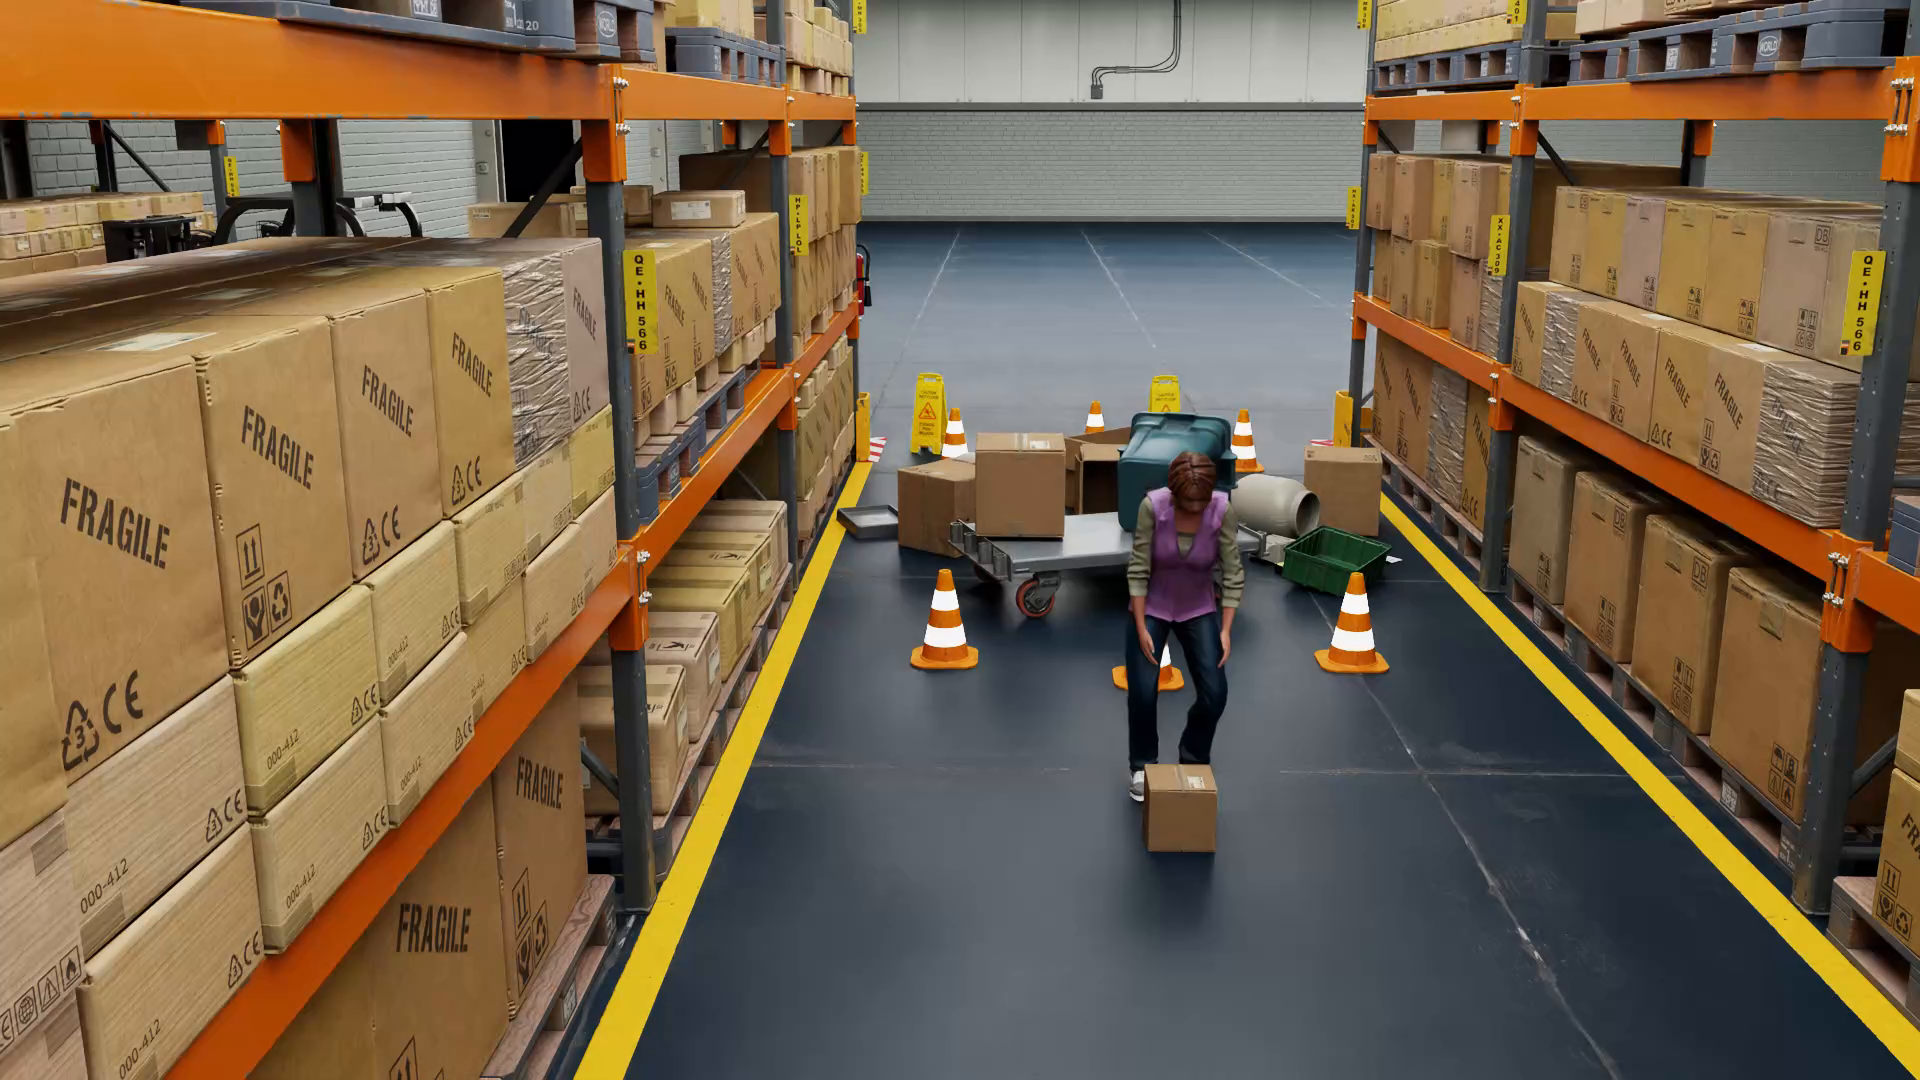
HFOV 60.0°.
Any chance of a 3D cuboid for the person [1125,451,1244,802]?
[{"bbox_3d":[0.877,0.337,6.557,0.454,1.429,0.539,1,14,2],"label":"person"}]
